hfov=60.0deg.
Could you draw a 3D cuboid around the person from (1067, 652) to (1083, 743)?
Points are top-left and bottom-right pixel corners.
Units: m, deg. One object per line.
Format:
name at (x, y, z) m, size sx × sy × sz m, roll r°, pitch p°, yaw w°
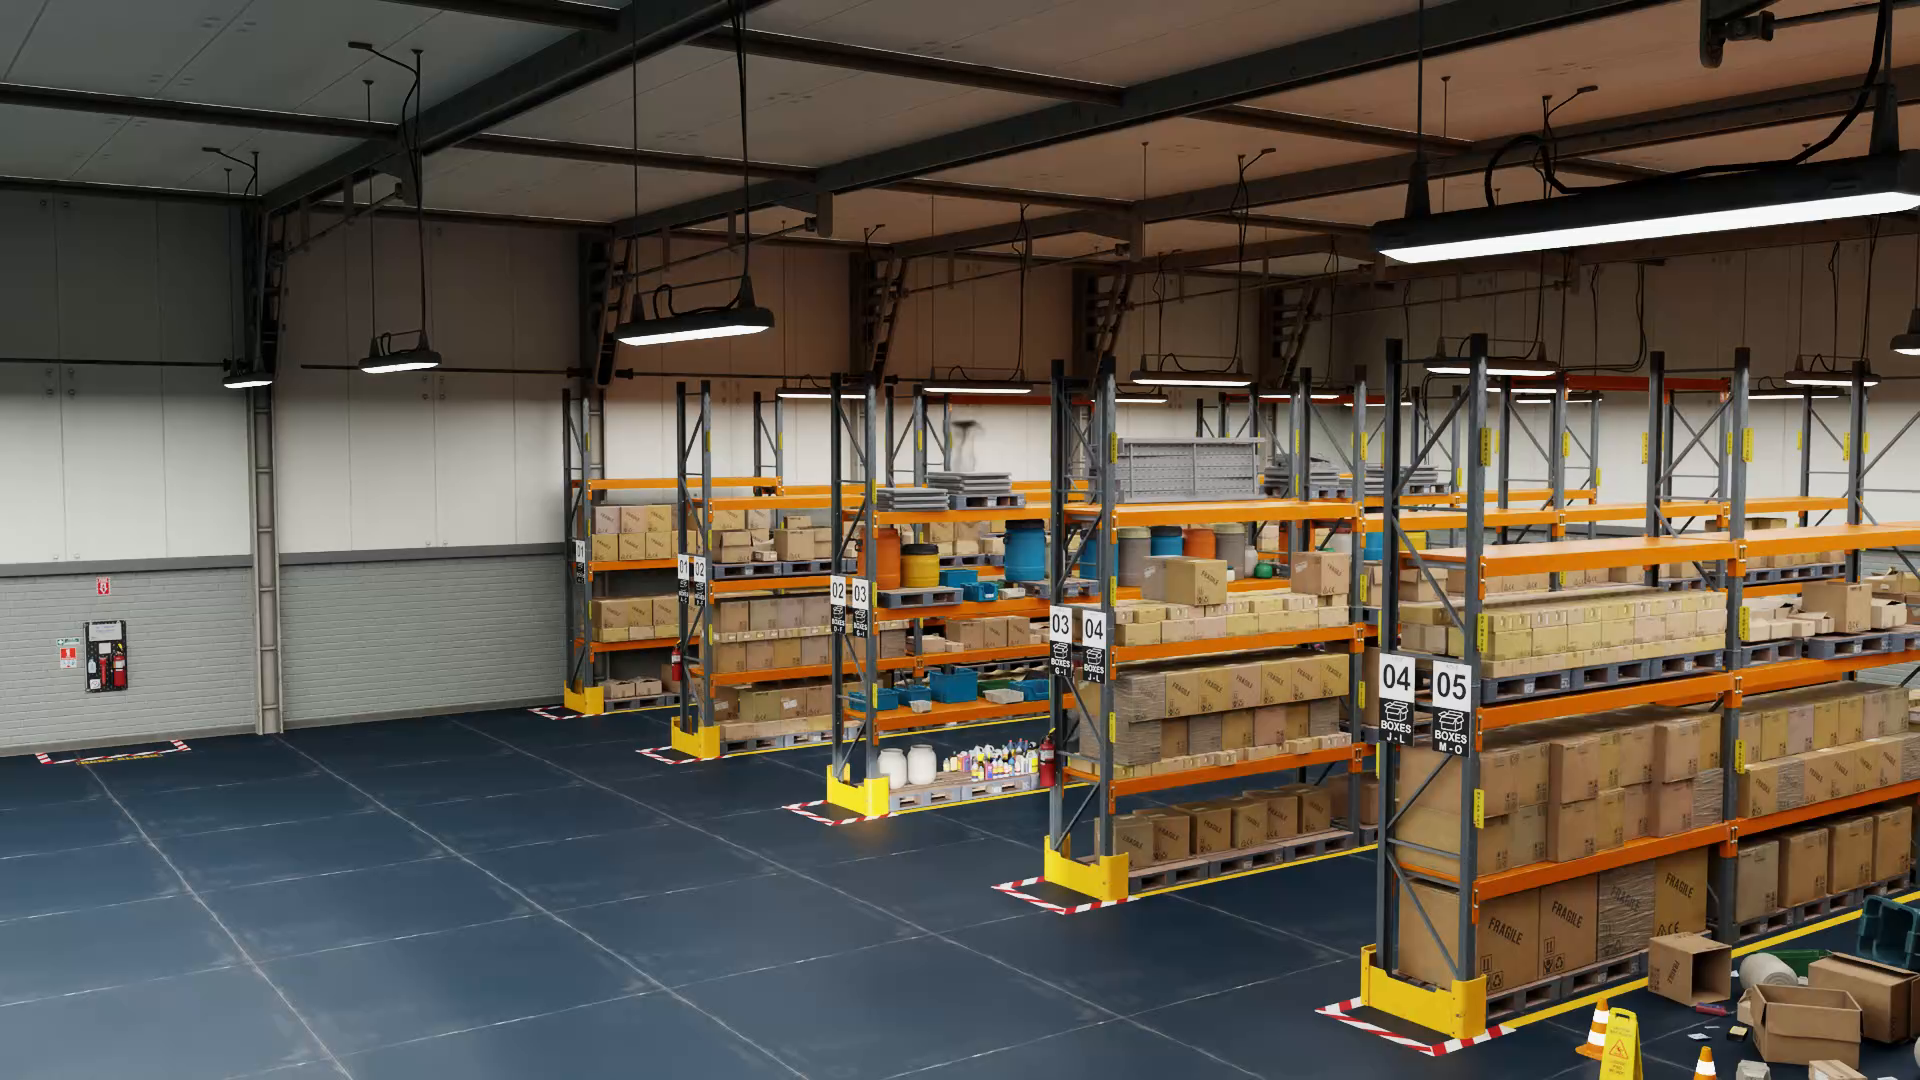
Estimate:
person at (1.996, 2.567, 27.858) m, size 0.561 × 1.622 × 0.595 m, roll -3°, pitch 5°, yaw -43°
